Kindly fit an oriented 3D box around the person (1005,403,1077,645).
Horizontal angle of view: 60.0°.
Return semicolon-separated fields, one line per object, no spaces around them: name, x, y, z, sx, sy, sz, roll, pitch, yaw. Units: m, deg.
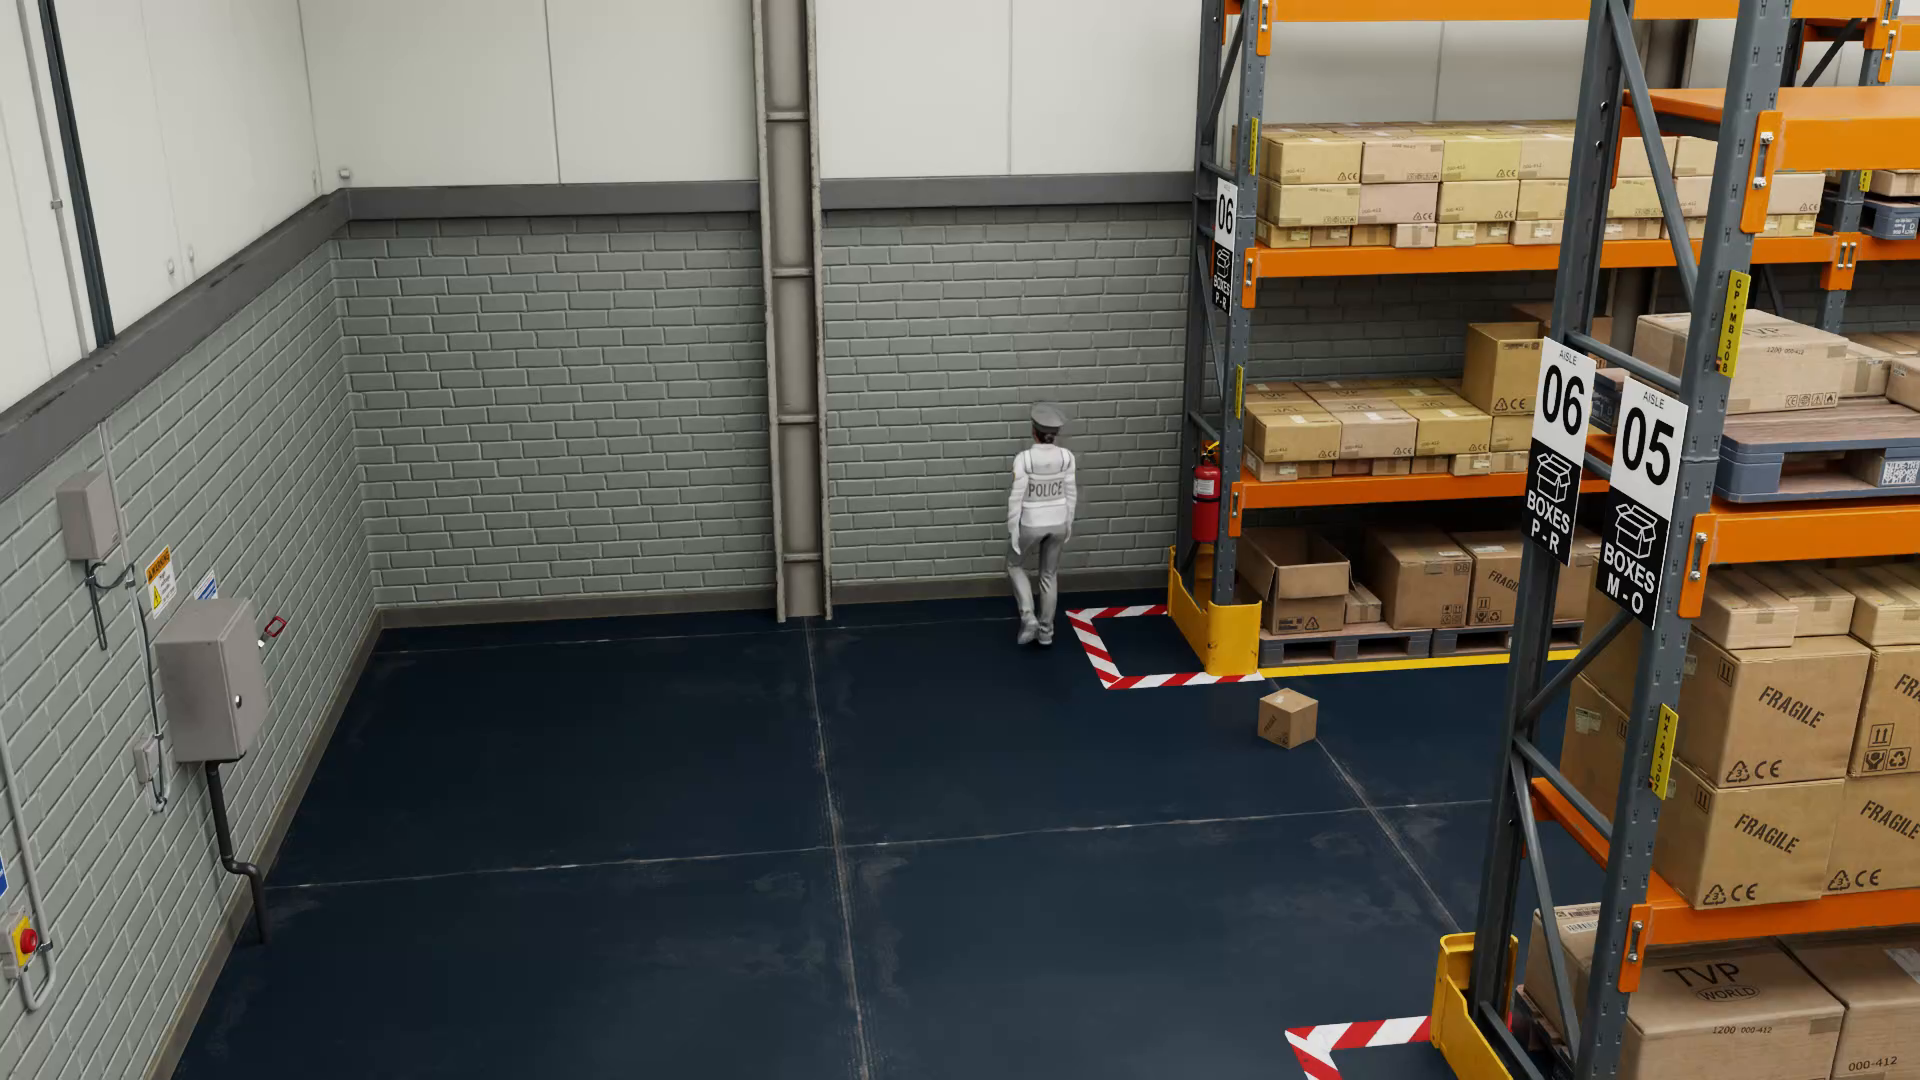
person;13.116;-0.550;6.436;22.793;5.852;14.982;-5;21;-13
